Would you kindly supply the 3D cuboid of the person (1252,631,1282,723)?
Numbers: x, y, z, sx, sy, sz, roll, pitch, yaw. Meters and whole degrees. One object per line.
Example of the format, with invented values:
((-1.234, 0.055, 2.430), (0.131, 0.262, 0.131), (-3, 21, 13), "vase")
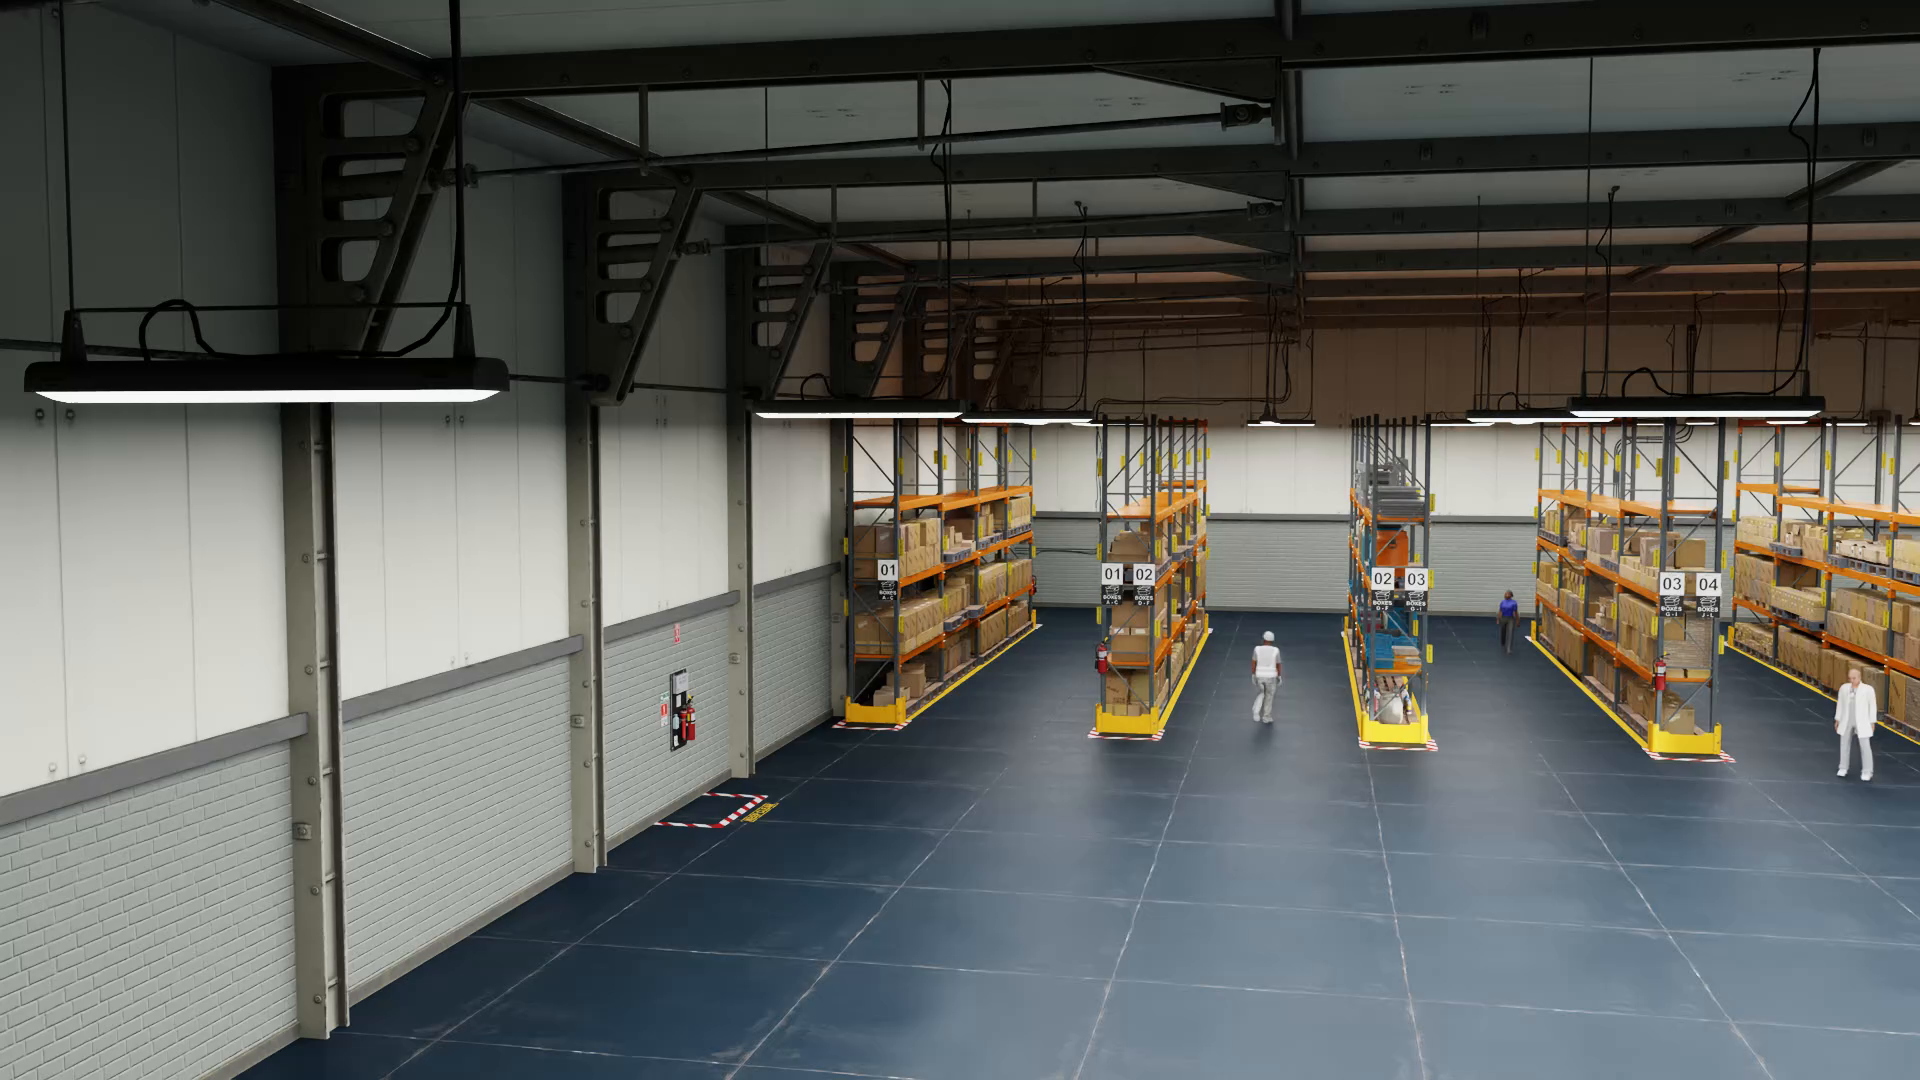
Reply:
((5.965, 2.665, 32.305), (0.522, 1.777, 0.504), (4, 5, 43), "person")

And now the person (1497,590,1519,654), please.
((14.038, 2.088, 42.588), (0.560, 1.599, 0.900), (1, 4, 19), "person")

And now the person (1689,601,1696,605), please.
((19.545, 1.933, 44.912), (0.803, 1.671, 0.570), (-2, 4, -22), "person")

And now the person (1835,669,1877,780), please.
((14.679, 3.006, 27.332), (0.425, 1.780, 0.623), (-3, 5, -42), "person")
